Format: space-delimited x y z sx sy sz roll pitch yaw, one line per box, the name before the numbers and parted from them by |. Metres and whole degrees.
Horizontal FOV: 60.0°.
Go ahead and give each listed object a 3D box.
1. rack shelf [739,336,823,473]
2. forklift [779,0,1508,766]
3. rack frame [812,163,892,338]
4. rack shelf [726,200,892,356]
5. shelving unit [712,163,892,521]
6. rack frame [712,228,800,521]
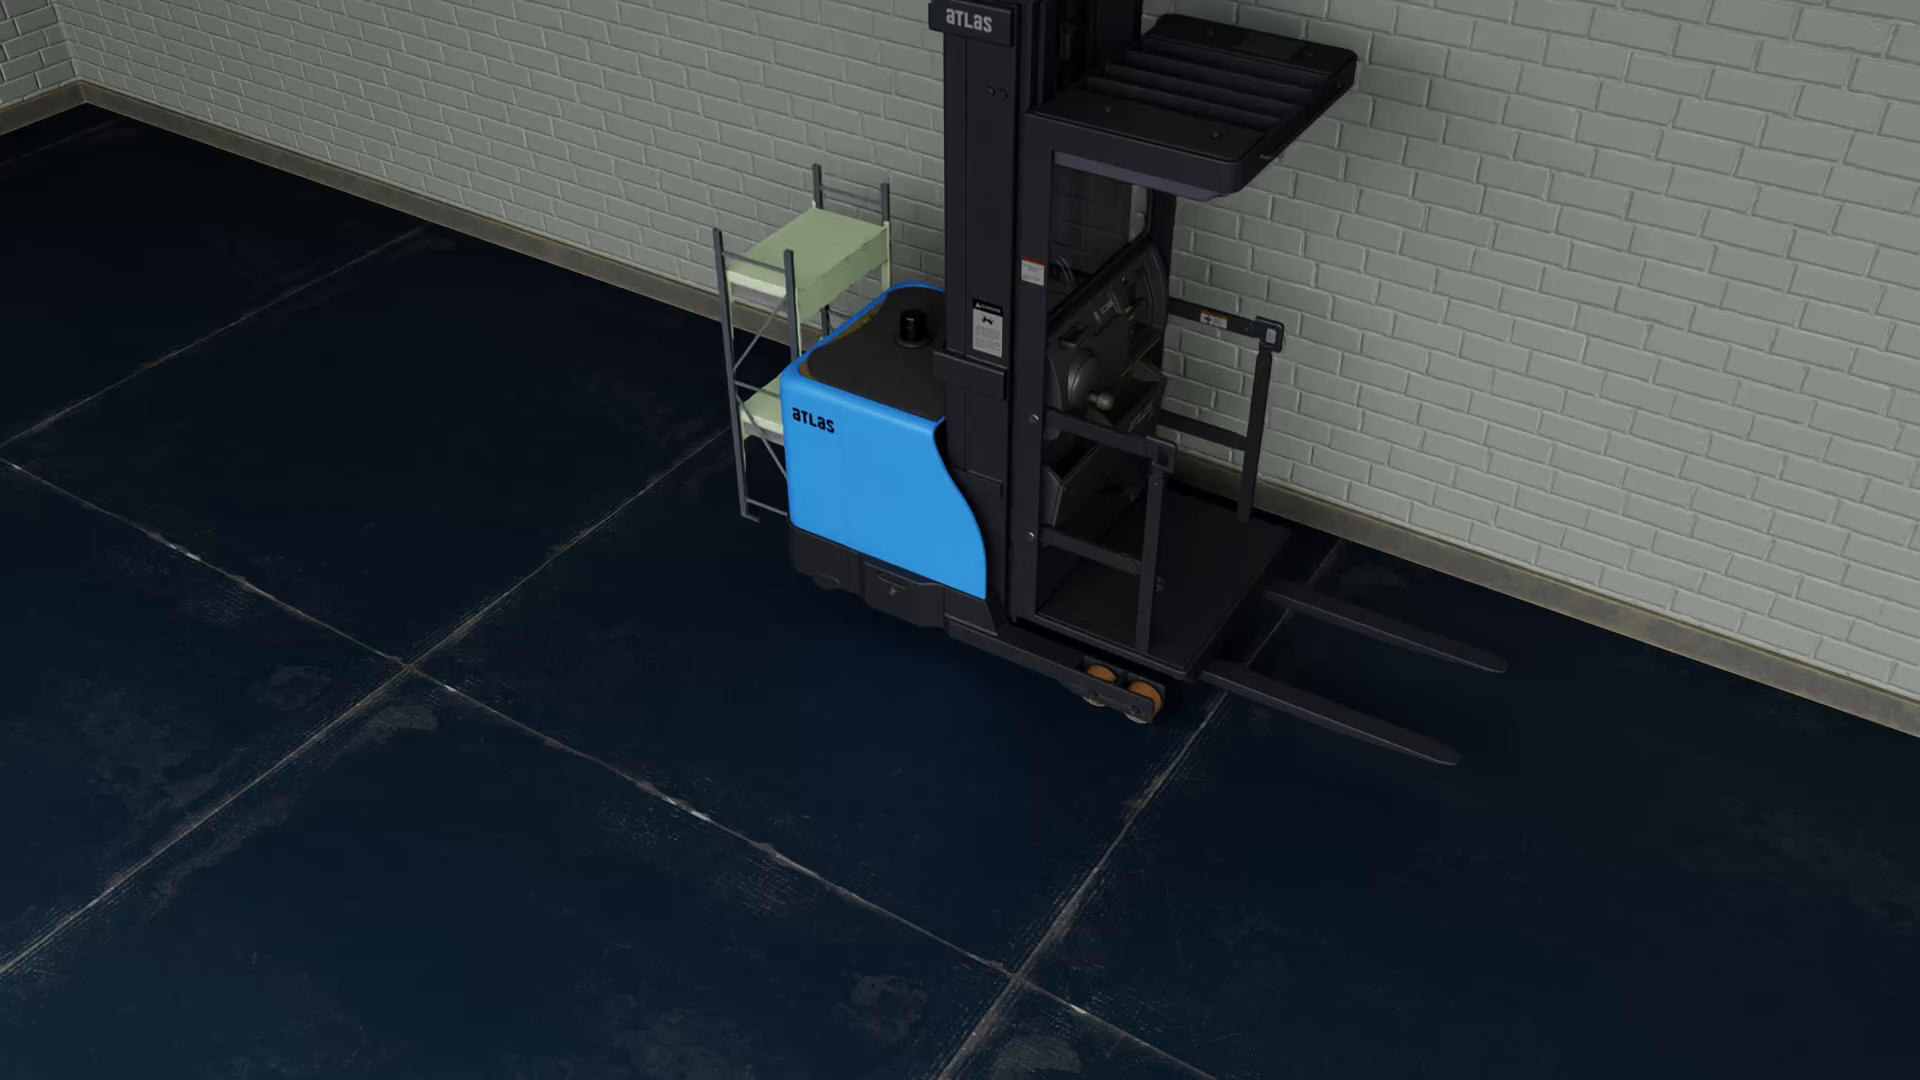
rack shelf | -0.676 -0.586 7.816 0.431 0.370 0.720 20 42 24
forklift | 0.756 -0.787 6.371 3.031 2.935 1.130 20 42 24
rack frame | -0.489 -1.036 7.866 0.400 1.500 0.023 20 42 24
rack shelf | -0.676 -1.153 7.379 0.431 0.370 0.720 20 42 24
shelving unit | -0.676 -0.844 7.617 0.431 1.500 0.755 20 42 24
rack frame | -0.863 -0.652 7.368 0.400 1.500 0.023 20 42 24
